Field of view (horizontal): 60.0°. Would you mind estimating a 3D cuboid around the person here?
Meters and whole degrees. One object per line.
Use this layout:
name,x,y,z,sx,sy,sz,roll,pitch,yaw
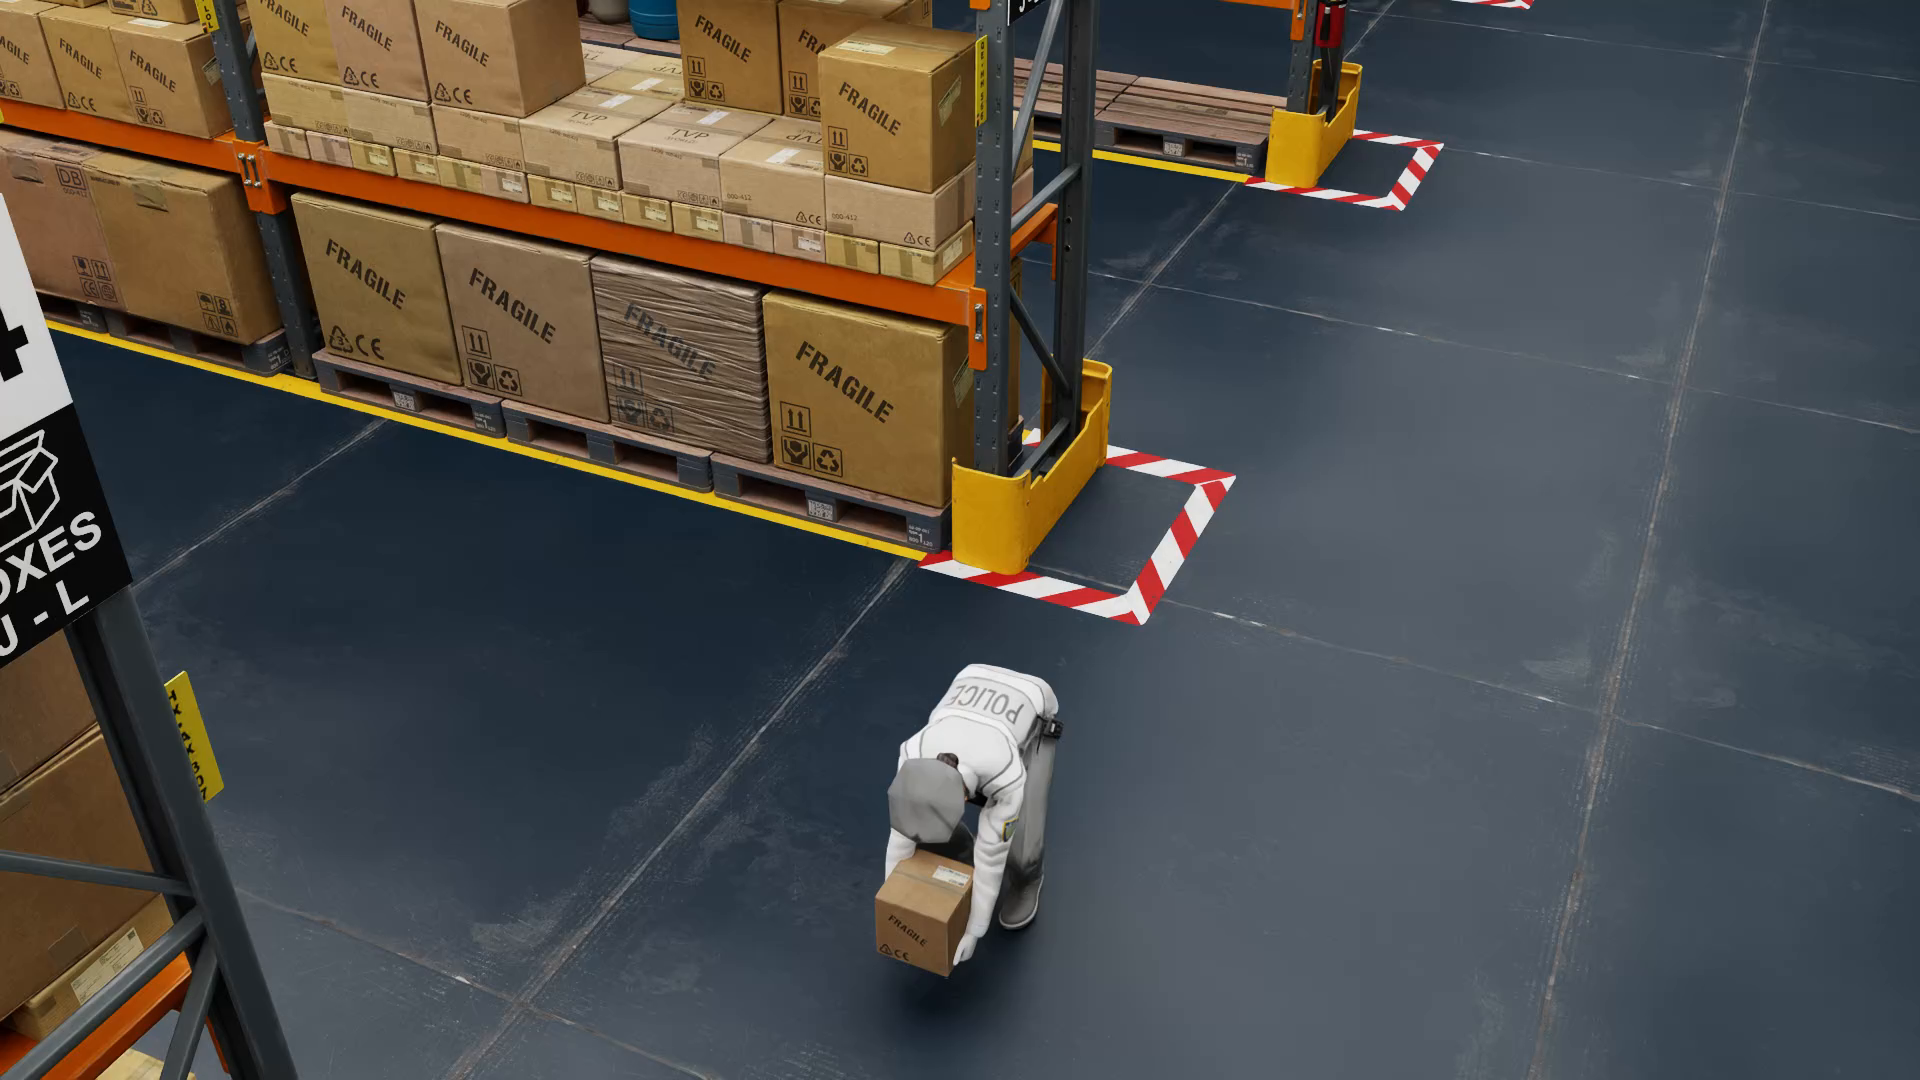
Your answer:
person,0.038,0.905,5.395,0.466,0.998,0.919,13,36,18
